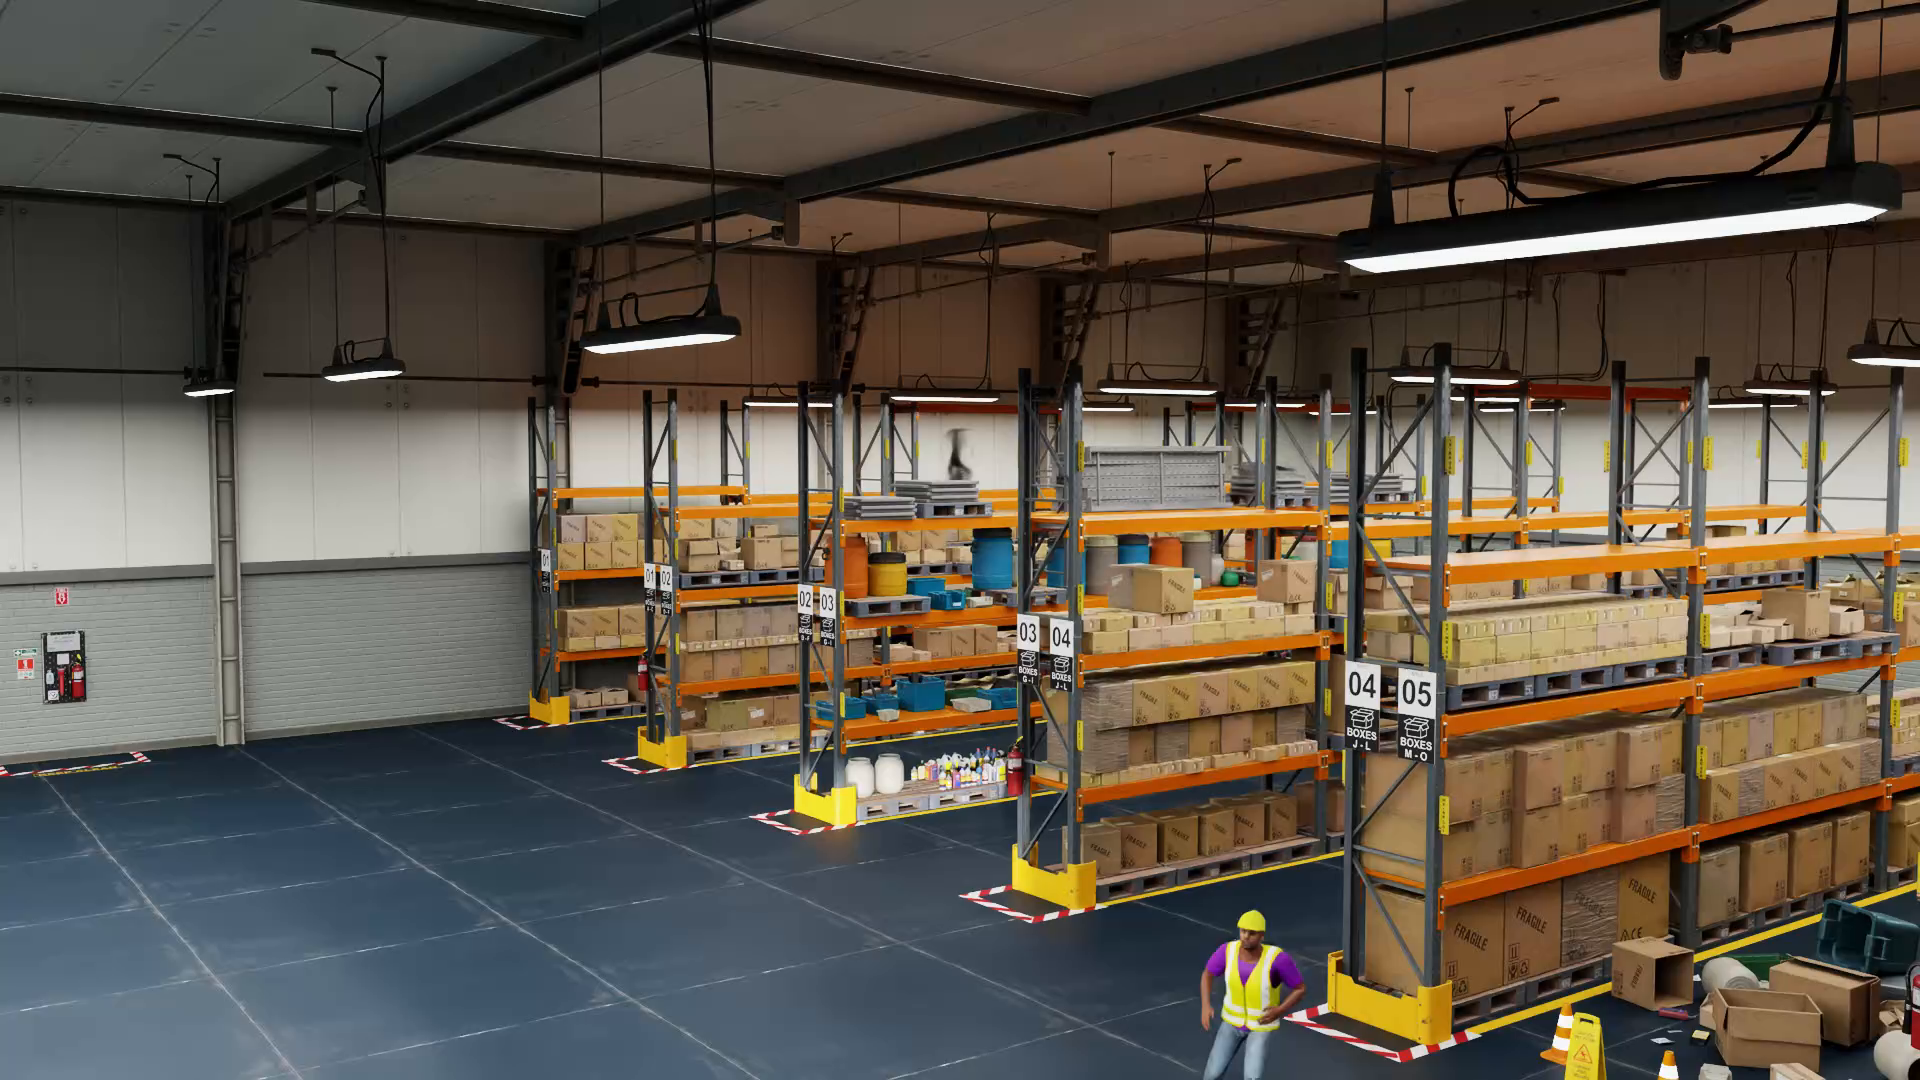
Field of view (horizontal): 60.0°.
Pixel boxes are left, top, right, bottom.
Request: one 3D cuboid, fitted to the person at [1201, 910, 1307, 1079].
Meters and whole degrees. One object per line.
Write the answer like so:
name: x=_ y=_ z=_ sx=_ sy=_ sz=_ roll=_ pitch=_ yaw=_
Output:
person: x=2.117 y=3.597 z=12.331 sx=0.887 sy=1.760 sz=0.640 roll=1 pitch=4 yaw=22
